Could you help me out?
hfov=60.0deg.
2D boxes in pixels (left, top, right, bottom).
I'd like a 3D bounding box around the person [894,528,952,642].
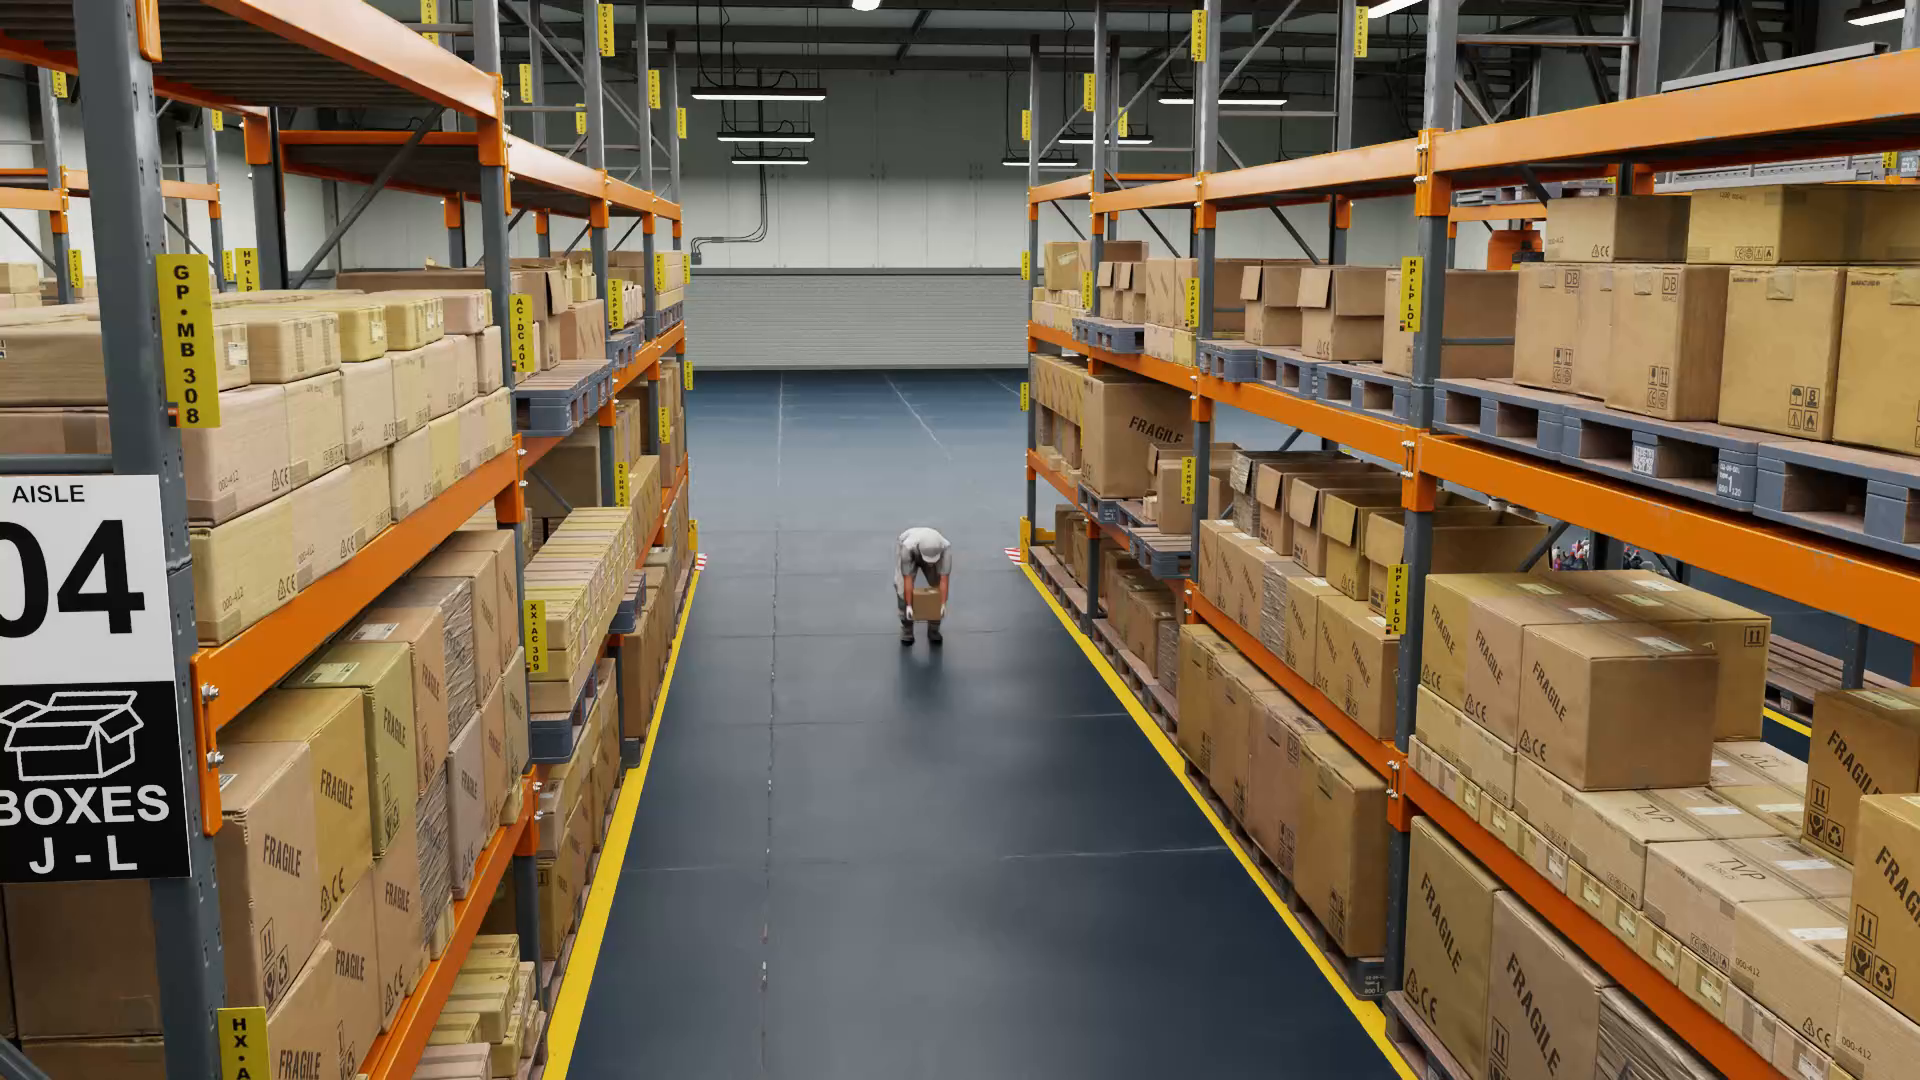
[{"bbox_3d":[-0.335,0.420,15.378,0.524,1.112,0.954,-2,10,-9],"label":"person"}]
